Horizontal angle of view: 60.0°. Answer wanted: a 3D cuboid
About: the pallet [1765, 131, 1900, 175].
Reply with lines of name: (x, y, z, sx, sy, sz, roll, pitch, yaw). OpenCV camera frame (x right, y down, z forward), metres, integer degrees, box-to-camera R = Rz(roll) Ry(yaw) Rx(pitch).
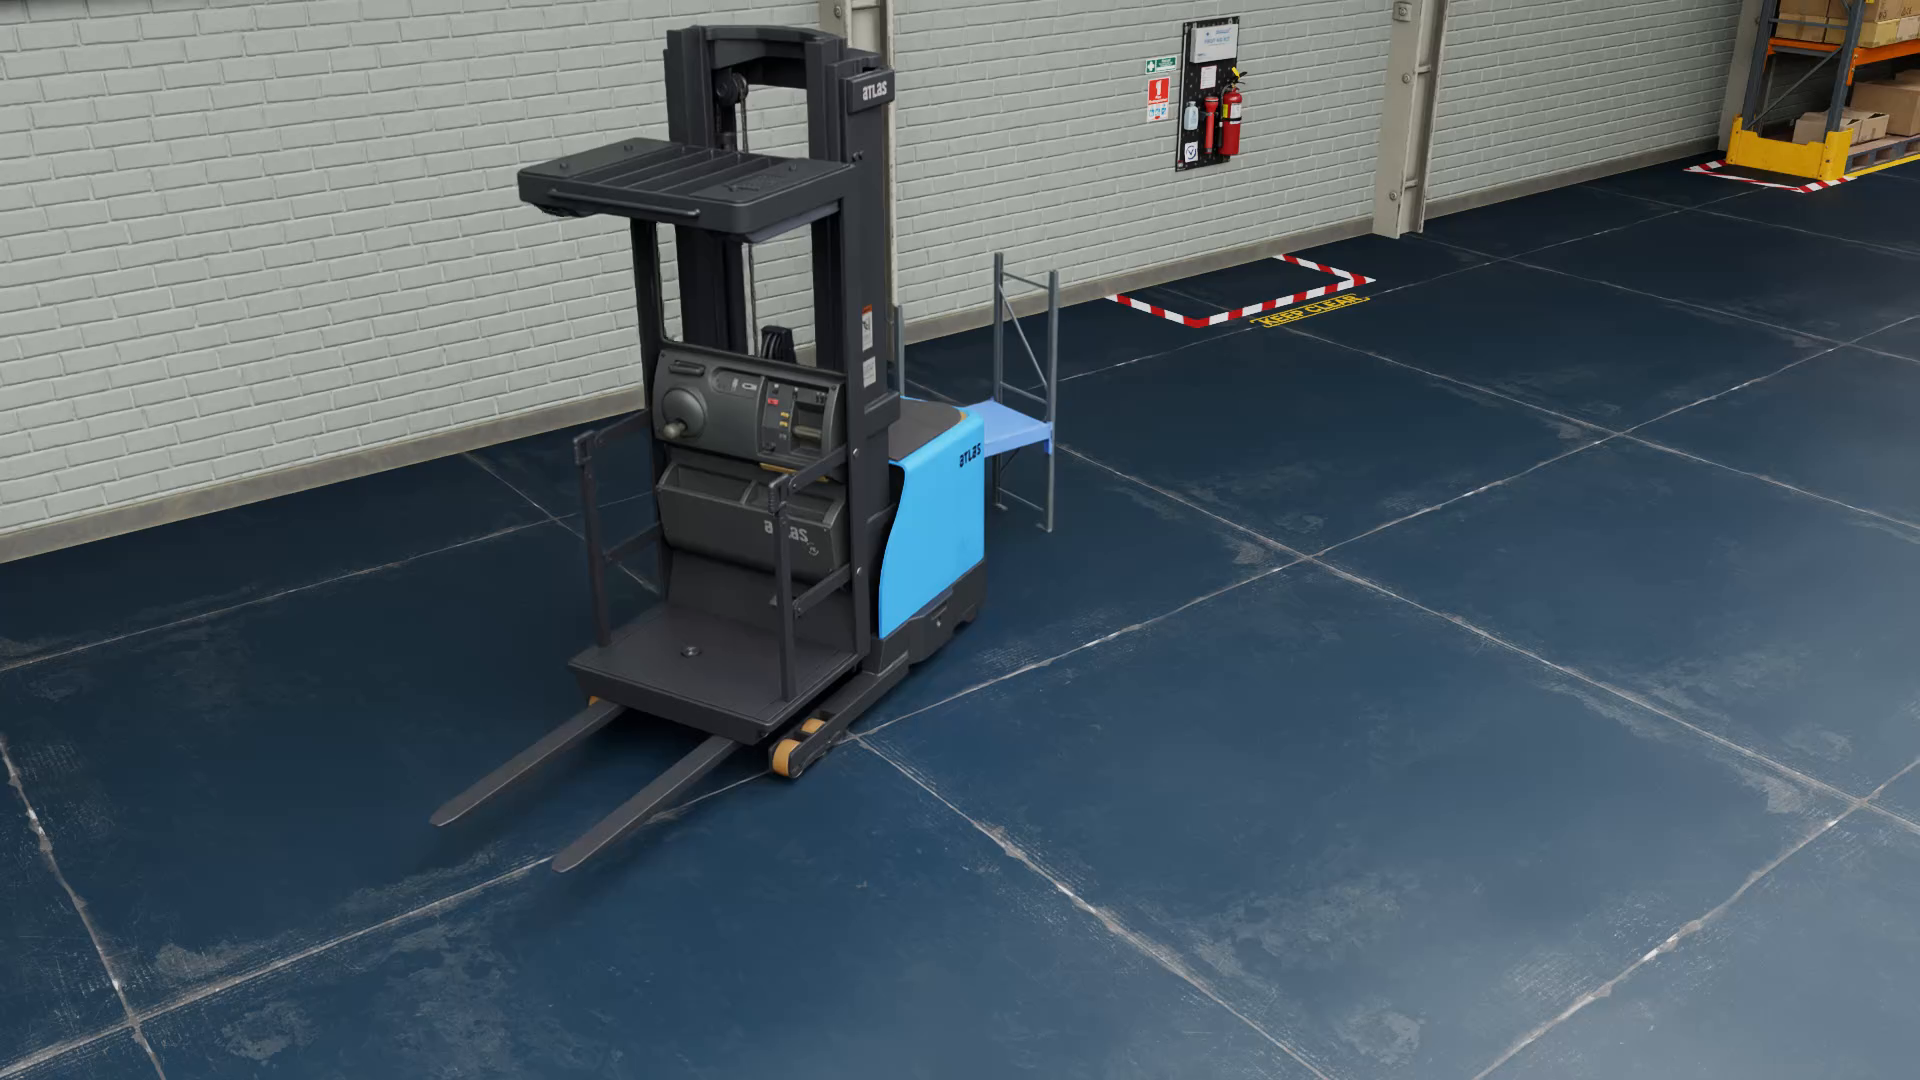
pallet: (9.462, -4.256, 18.170, 1.213, 0.211, 1.003, -18, 31, -34)

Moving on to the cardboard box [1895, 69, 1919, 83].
cardboard box: (11.097, -5.124, 19.174, 0.500, 0.500, 0.500, -21, 32, -38)

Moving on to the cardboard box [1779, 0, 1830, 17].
cardboard box: (8.981, -5.776, 17.396, 0.500, 0.500, 0.500, -19, 31, -35)

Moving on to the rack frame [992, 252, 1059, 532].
rack frame: (0.353, -0.809, 9.212, 0.032, 1.500, 0.500, -18, 31, -34)

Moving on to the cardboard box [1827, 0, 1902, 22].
cardboard box: (9.302, -5.608, 17.034, 0.500, 0.500, 0.500, -18, 31, -34)

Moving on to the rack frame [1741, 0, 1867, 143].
rack frame: (8.741, -5.302, 17.111, 0.127, 3.000, 1.000, -18, 31, -34)

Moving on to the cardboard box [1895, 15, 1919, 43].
cardboard box: (9.721, -5.404, 17.486, 0.500, 0.250, 0.500, -19, 31, -36)

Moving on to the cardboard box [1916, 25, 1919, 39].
cardboard box: (10.125, -5.535, 17.767, 0.500, 0.250, 0.500, -19, 31, -35)

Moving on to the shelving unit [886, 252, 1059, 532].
shelving unit: (-0.045, -0.676, 8.926, 1.048, 1.500, 0.538, -18, 31, -34)

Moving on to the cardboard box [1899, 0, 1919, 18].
cardboard box: (9.697, -5.733, 17.303, 0.500, 0.500, 0.500, -18, 30, -34)

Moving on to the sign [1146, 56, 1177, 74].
sign: (1.579, -3.728, 13.048, 0.331, 0.109, 0.001, -18, 31, -34)

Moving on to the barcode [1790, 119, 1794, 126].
barcode: (9.108, -4.573, 18.202, 0.075, 0.075, 0.001, -18, 31, -34)

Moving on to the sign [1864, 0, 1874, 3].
sign: (9.076, -5.515, 16.542, 0.005, 0.325, 0.100, -18, 31, -34)

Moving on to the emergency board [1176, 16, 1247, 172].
emergency board: (2.068, -3.583, 13.406, 0.643, 1.169, 0.194, -18, 31, -34)

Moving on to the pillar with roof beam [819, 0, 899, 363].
pillar with roof beam: (1.971, -3.948, 7.068, 0.400, 9.000, 9.100, -18, 31, -34)

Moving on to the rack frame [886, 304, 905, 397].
rack frame: (-0.444, -0.544, 8.640, 0.032, 1.500, 0.500, -18, 31, -34)

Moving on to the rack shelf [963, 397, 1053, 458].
rack shelf: (-0.045, -0.513, 9.002, 1.000, 0.185, 0.538, -18, 31, -34)

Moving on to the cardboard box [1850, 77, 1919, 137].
cardboard box: (10.398, -4.840, 18.562, 0.500, 0.500, 0.700, -21, 32, -37)

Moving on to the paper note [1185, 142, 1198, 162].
paper note: (1.886, -3.160, 13.542, 0.142, 0.148, 0.016, -18, 31, -34)

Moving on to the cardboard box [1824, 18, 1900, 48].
cardboard box: (9.321, -5.265, 17.185, 0.500, 0.250, 0.500, -19, 31, -35)

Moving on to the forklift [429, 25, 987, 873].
forklift: (-1.020, -0.534, 6.919, 1.130, 2.935, 3.031, 13, 28, 26)

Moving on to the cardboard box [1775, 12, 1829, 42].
cardboard box: (8.989, -5.429, 17.539, 0.500, 0.250, 0.500, -18, 30, -33)

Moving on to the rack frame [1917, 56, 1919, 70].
rack frame: (11.889, -6.341, 19.350, 0.127, 3.000, 1.000, -18, 31, -34)

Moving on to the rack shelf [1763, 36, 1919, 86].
rack shelf: (10.315, -5.495, 18.382, 4.000, 0.370, 1.077, -18, 31, -34)

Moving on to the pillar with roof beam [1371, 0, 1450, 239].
pillar with roof beam: (6.693, -5.507, 10.427, 0.400, 9.000, 9.100, -18, 31, -34)

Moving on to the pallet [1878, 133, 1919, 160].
pallet: (10.421, -4.572, 18.850, 1.213, 0.211, 1.003, -18, 31, -34)

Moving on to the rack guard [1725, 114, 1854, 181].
rack guard: (8.801, -4.188, 17.680, 0.348, 0.500, 1.175, -18, 31, -34)

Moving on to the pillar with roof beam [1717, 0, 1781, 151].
pillar with roof beam: (11.414, -7.066, 13.785, 0.400, 9.000, 9.100, -18, 31, -34)

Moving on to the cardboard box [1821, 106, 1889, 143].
cardboard box: (9.790, -4.580, 18.227, 0.500, 0.311, 0.500, -15, 29, -30)

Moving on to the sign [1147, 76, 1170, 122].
sign: (1.570, -3.489, 13.163, 0.234, 0.329, 0.001, -18, 31, -34)

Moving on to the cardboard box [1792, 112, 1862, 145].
cardboard box: (9.341, -4.432, 17.908, 0.500, 0.311, 0.500, -23, 33, -40)
